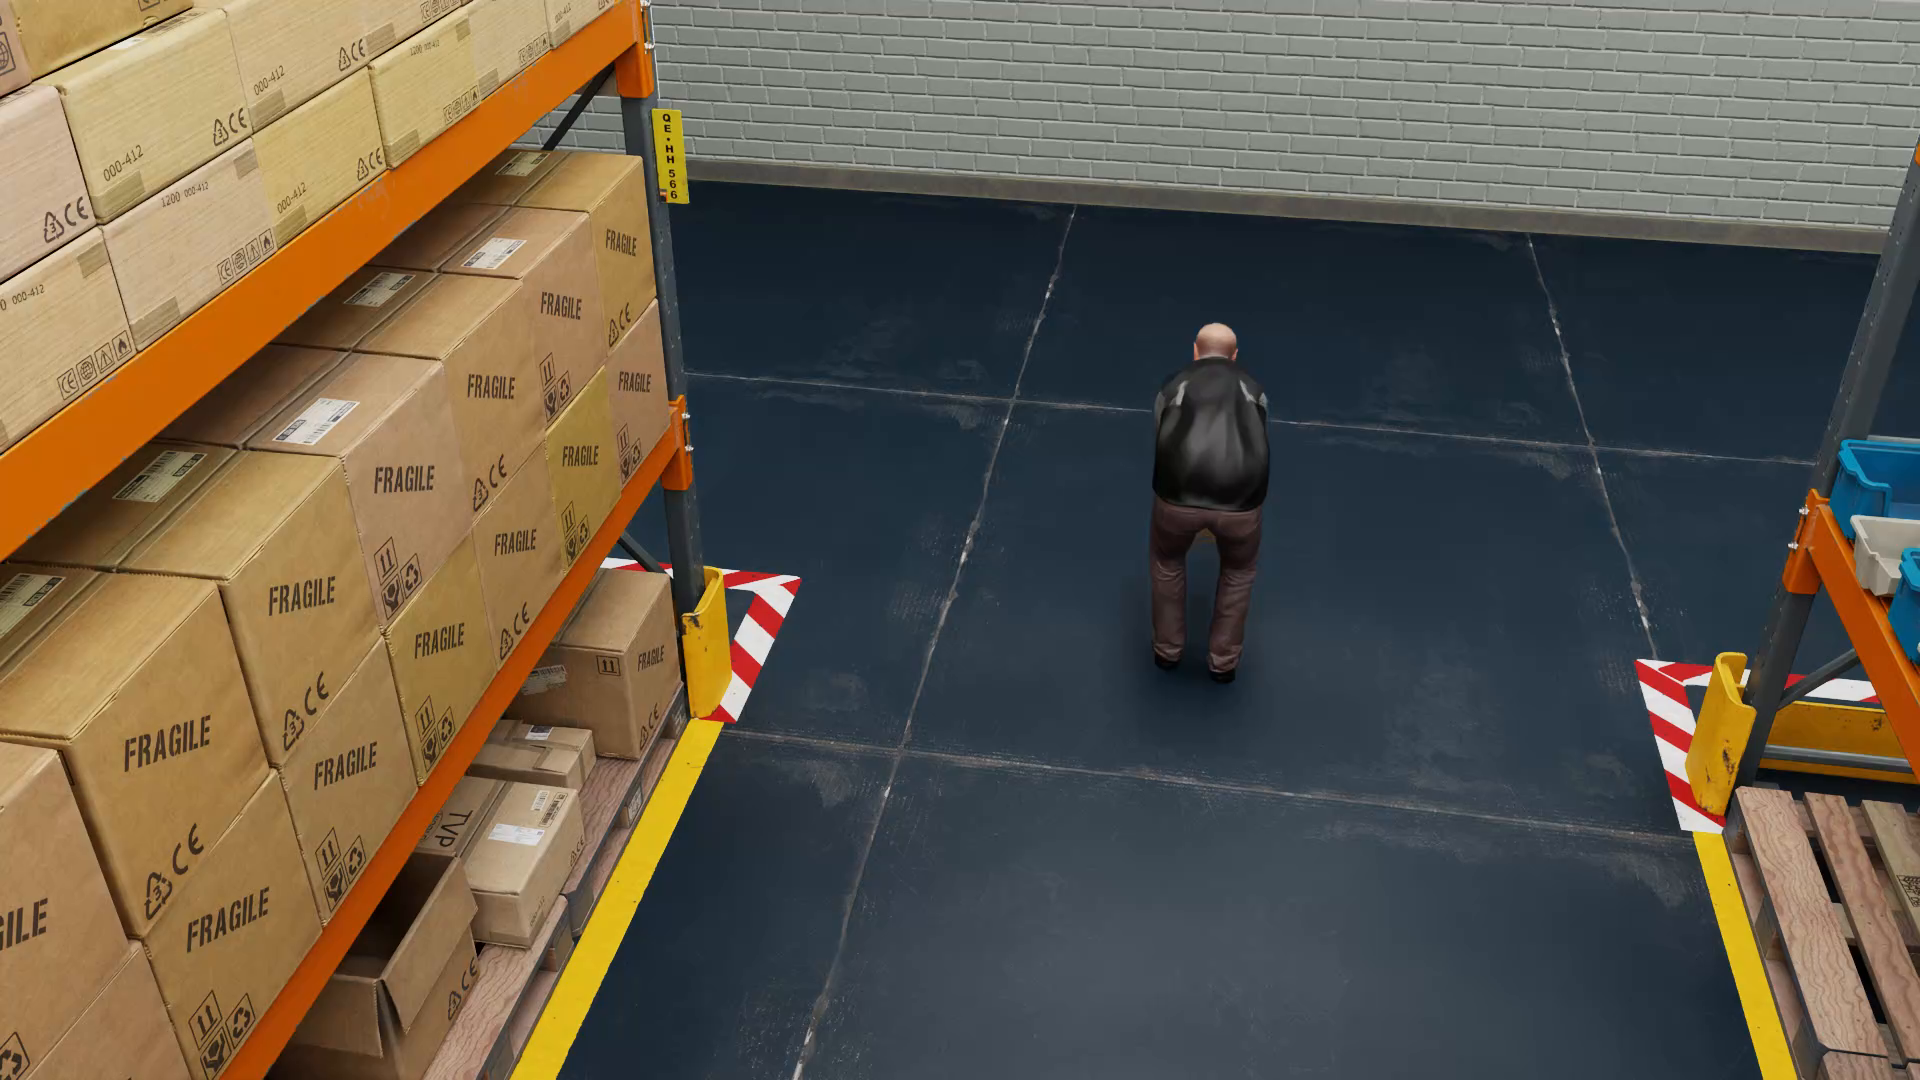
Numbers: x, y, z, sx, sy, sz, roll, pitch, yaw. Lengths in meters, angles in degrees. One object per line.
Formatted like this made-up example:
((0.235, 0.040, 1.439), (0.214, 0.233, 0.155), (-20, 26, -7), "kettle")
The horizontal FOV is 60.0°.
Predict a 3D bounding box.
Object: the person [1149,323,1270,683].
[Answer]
((0.998, -0.142, 6.803), (0.462, 1.281, 0.916), (4, 32, 7), "person")
